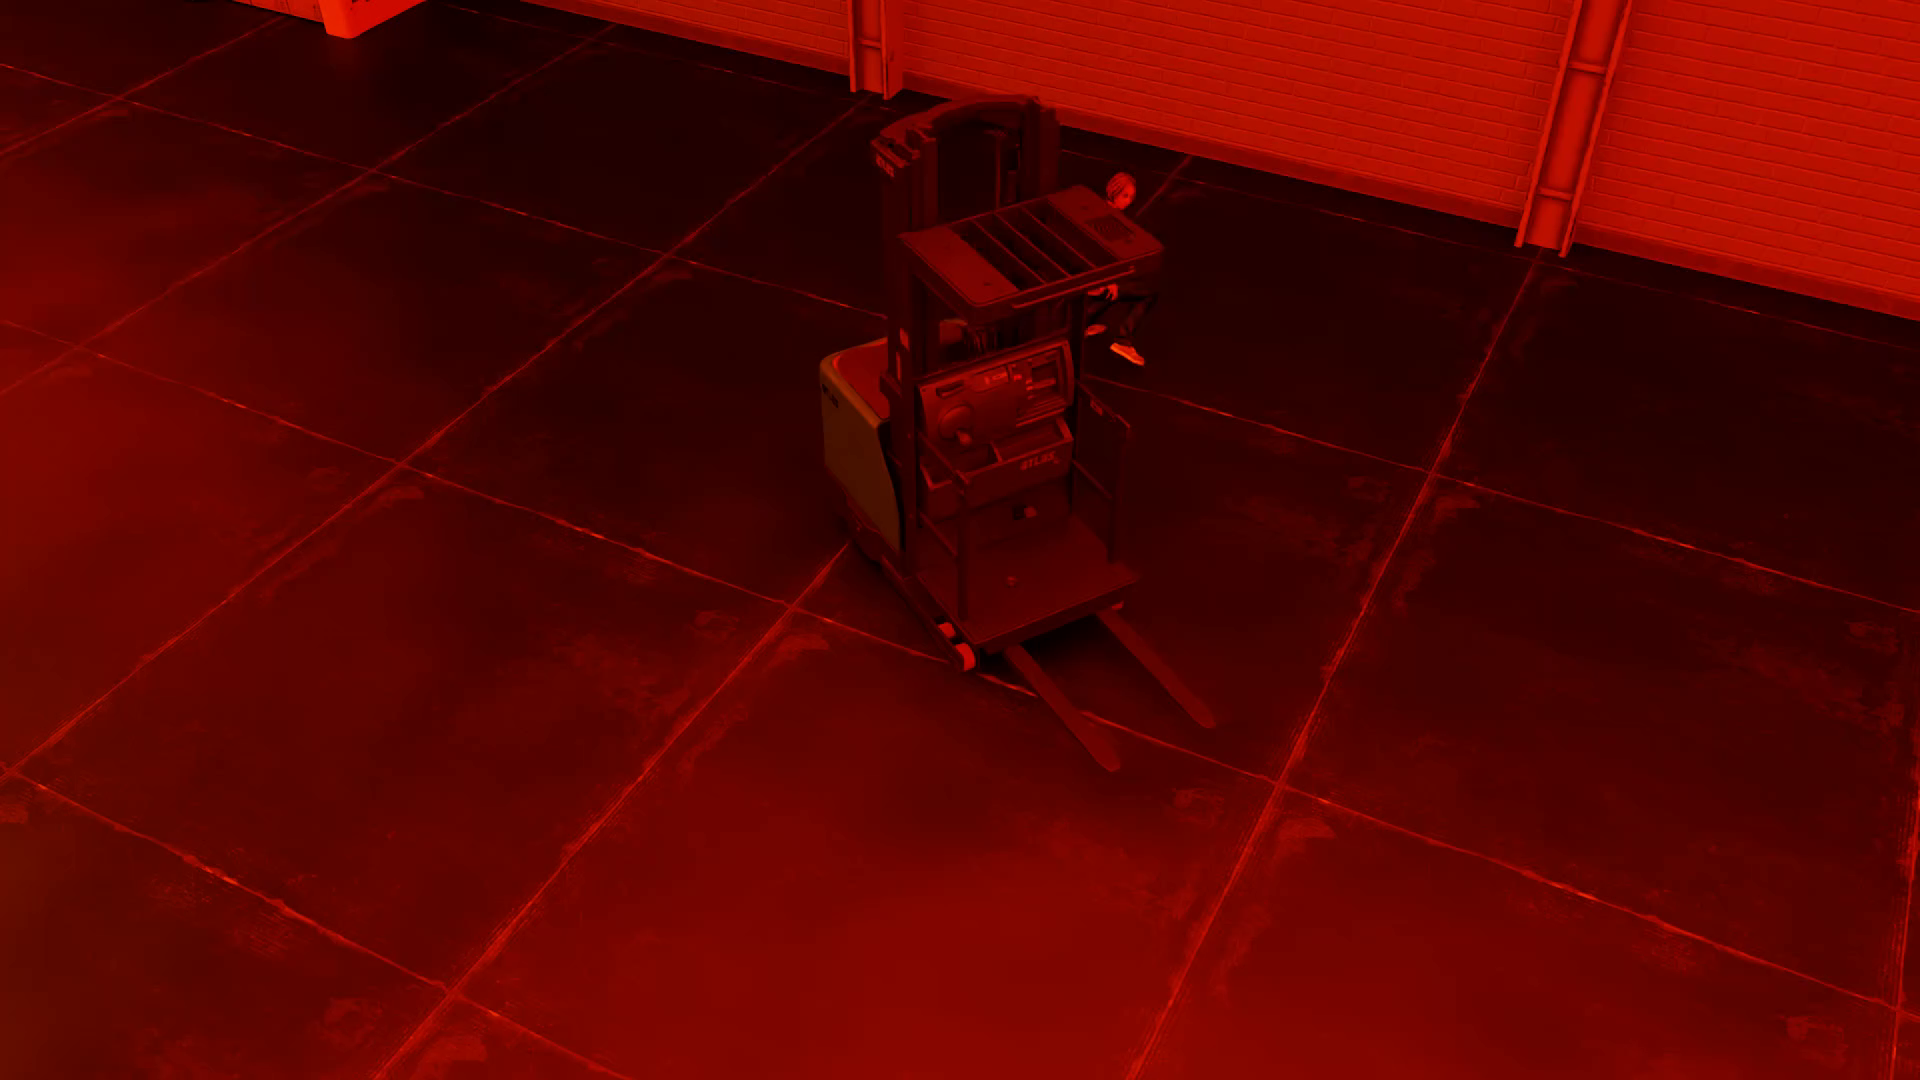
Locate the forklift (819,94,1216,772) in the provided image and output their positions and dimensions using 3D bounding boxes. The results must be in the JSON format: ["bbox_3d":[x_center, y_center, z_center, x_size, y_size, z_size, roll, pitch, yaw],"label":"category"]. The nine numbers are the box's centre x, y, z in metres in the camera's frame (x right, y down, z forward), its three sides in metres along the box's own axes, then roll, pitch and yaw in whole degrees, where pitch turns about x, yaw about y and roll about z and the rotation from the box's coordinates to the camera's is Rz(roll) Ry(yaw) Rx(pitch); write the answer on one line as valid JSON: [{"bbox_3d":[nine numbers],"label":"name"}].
[{"bbox_3d":[0.313,-0.717,8.837,1.130,2.935,3.031,-20,44,-22],"label":"forklift"}]

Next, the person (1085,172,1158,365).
[{"bbox_3d":[1.061,-1.846,11.435,0.601,1.379,0.676,-6,40,-7],"label":"person"}]
